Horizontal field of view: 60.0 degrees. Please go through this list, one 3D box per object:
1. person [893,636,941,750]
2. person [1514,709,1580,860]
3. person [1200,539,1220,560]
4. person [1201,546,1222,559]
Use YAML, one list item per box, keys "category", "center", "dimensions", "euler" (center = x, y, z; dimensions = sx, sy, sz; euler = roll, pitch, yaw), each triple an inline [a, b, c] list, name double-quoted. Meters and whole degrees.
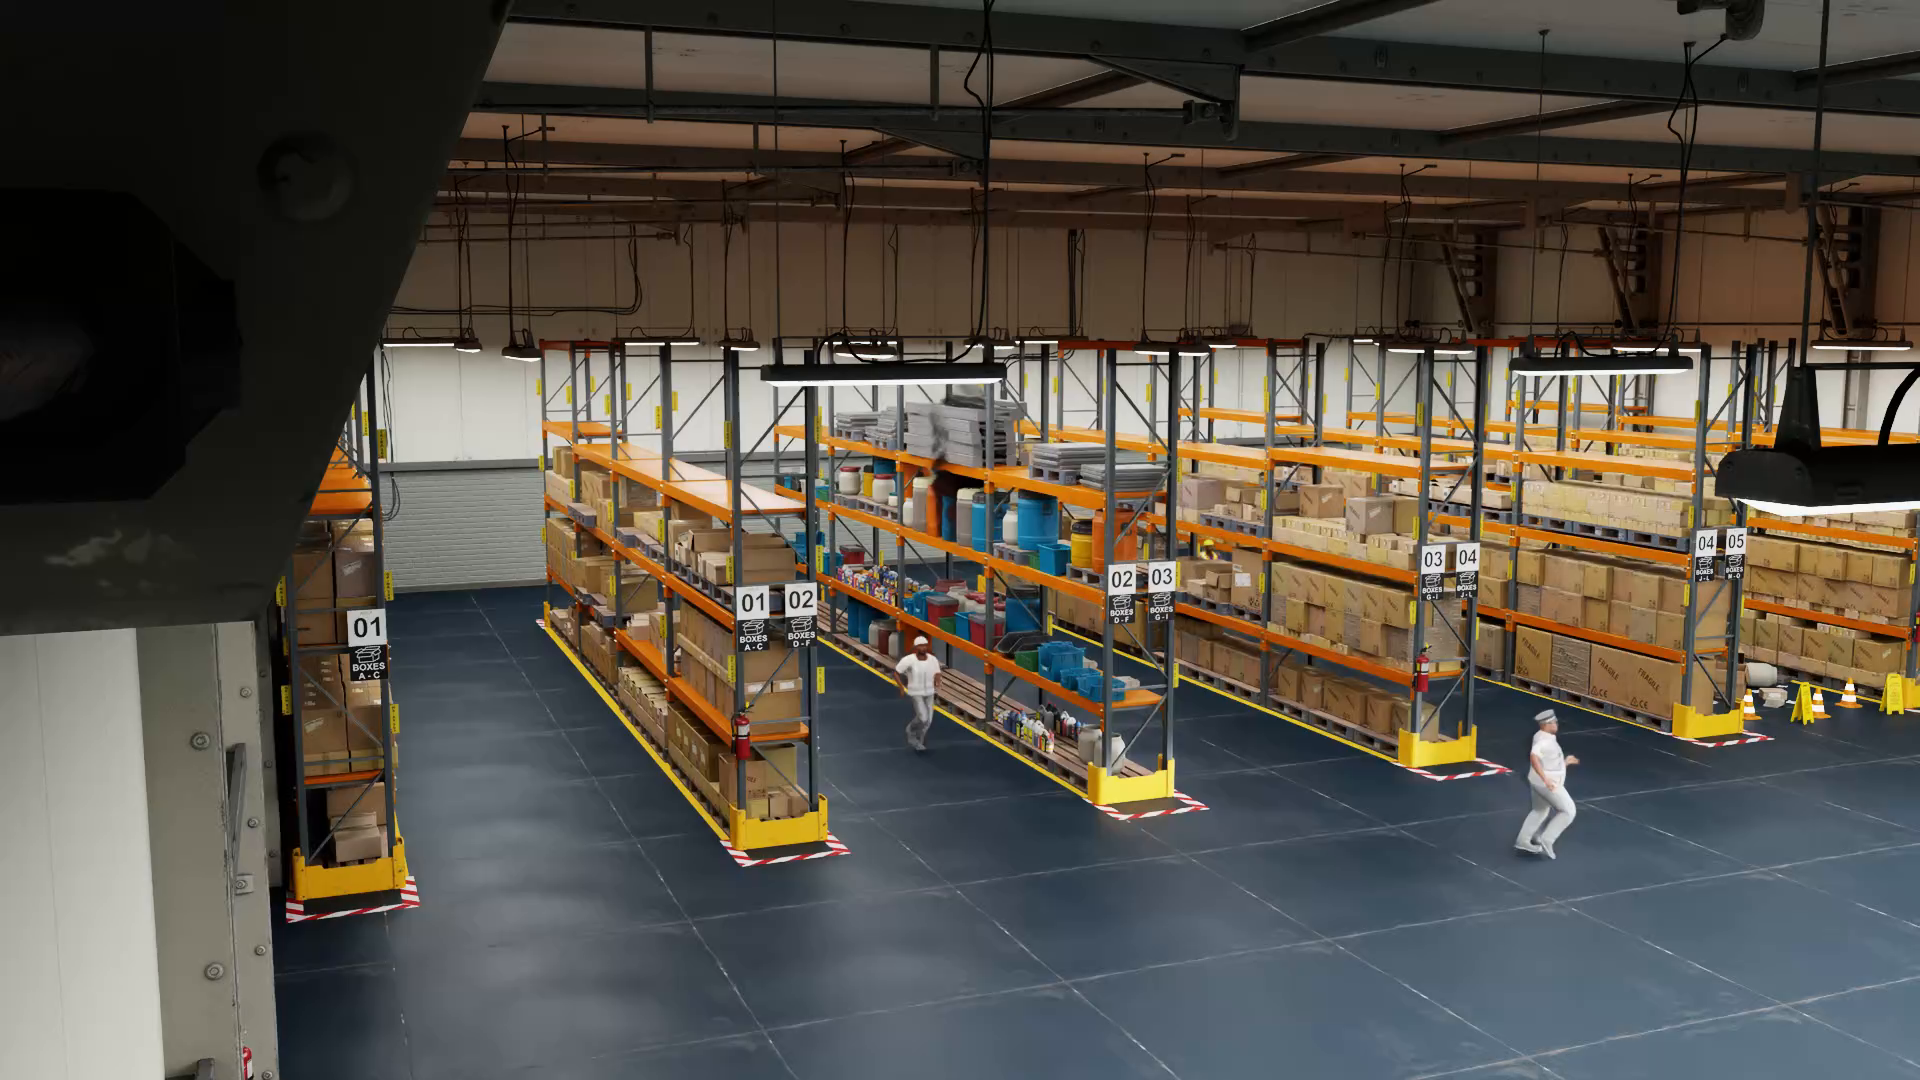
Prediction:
- category: "person"
  center: [-0.560, 2.280, 24.575]
  dimensions: [0.690, 1.721, 0.597]
  euler: [-4, 9, -30]
- category: "person"
  center: [7.004, 2.903, 19.768]
  dimensions: [0.713, 1.796, 0.636]
  euler: [0, 7, 2]
- category: "person"
  center: [5.276, 0.878, 35.270]
  dimensions: [0.672, 1.785, 0.720]
  euler: [-4, 9, -31]
- category: "person"
  center: [6.385, 0.024, 42.187]
  dimensions: [0.738, 1.678, 0.676]
  euler: [-3, 8, -20]
